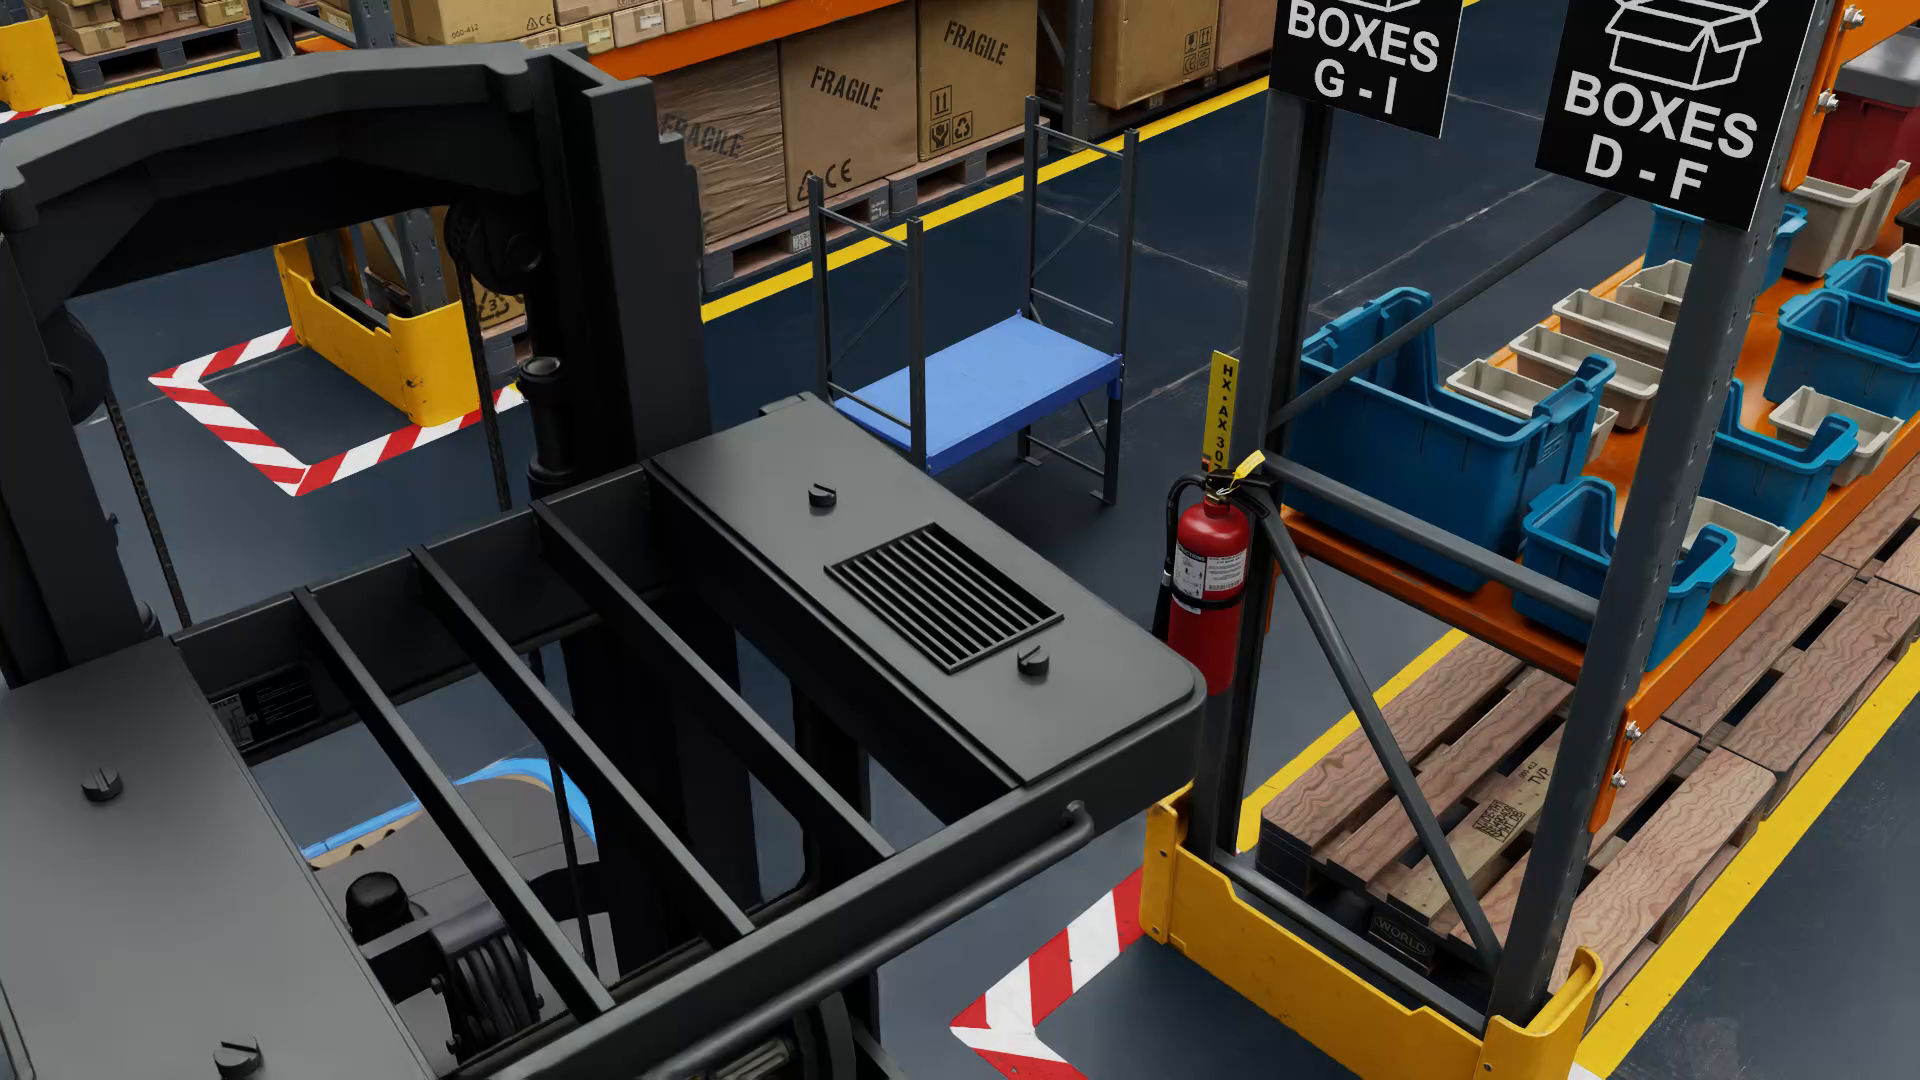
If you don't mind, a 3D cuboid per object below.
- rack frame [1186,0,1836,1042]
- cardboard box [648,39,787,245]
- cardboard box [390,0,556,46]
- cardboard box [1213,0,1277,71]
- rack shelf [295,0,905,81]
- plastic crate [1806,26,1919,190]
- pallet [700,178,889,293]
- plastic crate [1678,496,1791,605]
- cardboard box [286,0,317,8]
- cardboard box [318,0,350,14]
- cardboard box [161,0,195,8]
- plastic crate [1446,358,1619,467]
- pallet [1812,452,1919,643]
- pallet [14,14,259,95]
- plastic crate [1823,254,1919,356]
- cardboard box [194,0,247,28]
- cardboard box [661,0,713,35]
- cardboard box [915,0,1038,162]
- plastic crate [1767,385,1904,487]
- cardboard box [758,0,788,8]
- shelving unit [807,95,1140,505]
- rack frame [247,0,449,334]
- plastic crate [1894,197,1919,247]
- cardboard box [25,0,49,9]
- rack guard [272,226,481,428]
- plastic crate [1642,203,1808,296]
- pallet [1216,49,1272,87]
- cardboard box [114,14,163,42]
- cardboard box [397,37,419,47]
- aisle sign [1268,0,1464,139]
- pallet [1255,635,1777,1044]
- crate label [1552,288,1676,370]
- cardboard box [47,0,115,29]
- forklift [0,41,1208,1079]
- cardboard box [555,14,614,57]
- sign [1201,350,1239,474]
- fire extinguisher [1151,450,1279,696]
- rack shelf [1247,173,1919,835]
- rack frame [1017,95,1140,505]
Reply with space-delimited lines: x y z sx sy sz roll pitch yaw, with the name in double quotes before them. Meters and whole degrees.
"rack frame" 1.020 -0.001 3.630 1.000 3.000 0.127 30 45 35
"cardboard box" -1.459 -1.960 7.928 0.875 0.875 0.875 30 45 35
"cardboard box" -1.965 -2.144 6.573 0.500 0.250 0.500 28 44 34
"cardboard box" 1.389 -3.553 10.213 1.225 0.875 0.875 28 44 34
"rack shelf" -1.085 -2.514 7.862 1.077 0.370 4.000 30 45 35
"plastic crate" 3.032 -1.415 5.548 0.402 0.464 0.583 30 45 35
"pallet" -1.127 -1.703 8.507 1.003 0.211 1.213 30 45 35
"plastic crate" 1.713 0.018 3.780 0.250 0.136 0.298 30 45 35
"cardboard box" -4.443 -3.635 10.964 0.380 0.149 0.250 27 43 33
"cardboard box" -2.341 -2.362 6.885 0.500 0.250 0.500 29 44 35
"cardboard box" -5.049 -3.495 10.504 0.250 0.149 0.380 -29 44 -35
"plastic crate" 1.466 -0.322 4.267 0.396 0.136 0.243 30 45 35
"pallet" 3.348 -0.167 6.305 1.003 0.211 1.213 30 45 35
"pallet" -5.292 -3.240 10.712 1.003 0.211 1.213 30 45 35
"plastic crate" 2.567 -0.581 4.555 0.416 0.233 0.300 30 45 35
"cardboard box" -4.792 -3.427 10.666 0.250 0.149 0.380 -29 44 -35
"cardboard box" -1.288 -2.323 7.179 0.380 0.149 0.250 29 44 34
"cardboard box" -0.198 -2.686 8.970 0.875 0.875 0.875 30 45 35
"plastic crate" 2.191 -0.257 4.175 0.250 0.136 0.298 30 45 35
"cardboard box" -0.927 -2.531 7.476 0.380 0.149 0.250 28 44 34
"shelving unit" 0.060 -0.650 5.871 0.538 1.500 1.048 30 45 35
"rack frame" -2.495 -1.998 6.492 1.000 3.000 0.127 30 45 35
"plastic crate" 3.241 -0.974 5.213 0.437 0.125 0.590 30 45 35
"cardboard box" -5.774 -3.492 10.500 0.380 0.149 0.250 28 44 34
"rack guard" -2.511 -0.962 7.193 1.175 0.500 0.348 30 45 35
"plastic crate" 2.285 -0.894 5.004 0.416 0.233 0.300 30 45 35
"pallet" 1.674 -3.319 10.824 1.003 0.211 1.213 30 45 35
"cardboard box" -5.221 -3.263 10.432 0.380 0.149 0.250 29 44 35
"cardboard box" -2.010 -1.906 6.580 0.250 0.149 0.380 -29 44 -35
"aisle sign" 0.762 -1.156 3.013 0.394 0.787 0.004 30 45 35
"pallet" 1.629 0.823 4.885 1.003 0.211 1.213 30 45 35
"crate label" 1.860 -0.556 4.604 0.396 0.136 0.243 30 45 35
"cardboard box" -5.392 -3.272 10.184 0.250 0.149 0.380 -28 44 -34
"forklift" -0.438 0.971 2.296 1.130 2.935 3.031 -24 41 -30
"cardboard box" -1.650 -2.114 6.879 0.380 0.149 0.250 28 44 34
"sign" 0.619 -0.283 3.891 0.100 0.325 0.005 30 45 35
"fire extinguisher" 0.592 0.061 3.933 0.296 0.674 0.183 30 45 35
"rack shelf" 2.429 -0.518 5.000 1.077 0.370 4.000 30 45 35
"rack frame" 0.418 -0.856 6.167 0.500 1.500 0.032 30 45 35
